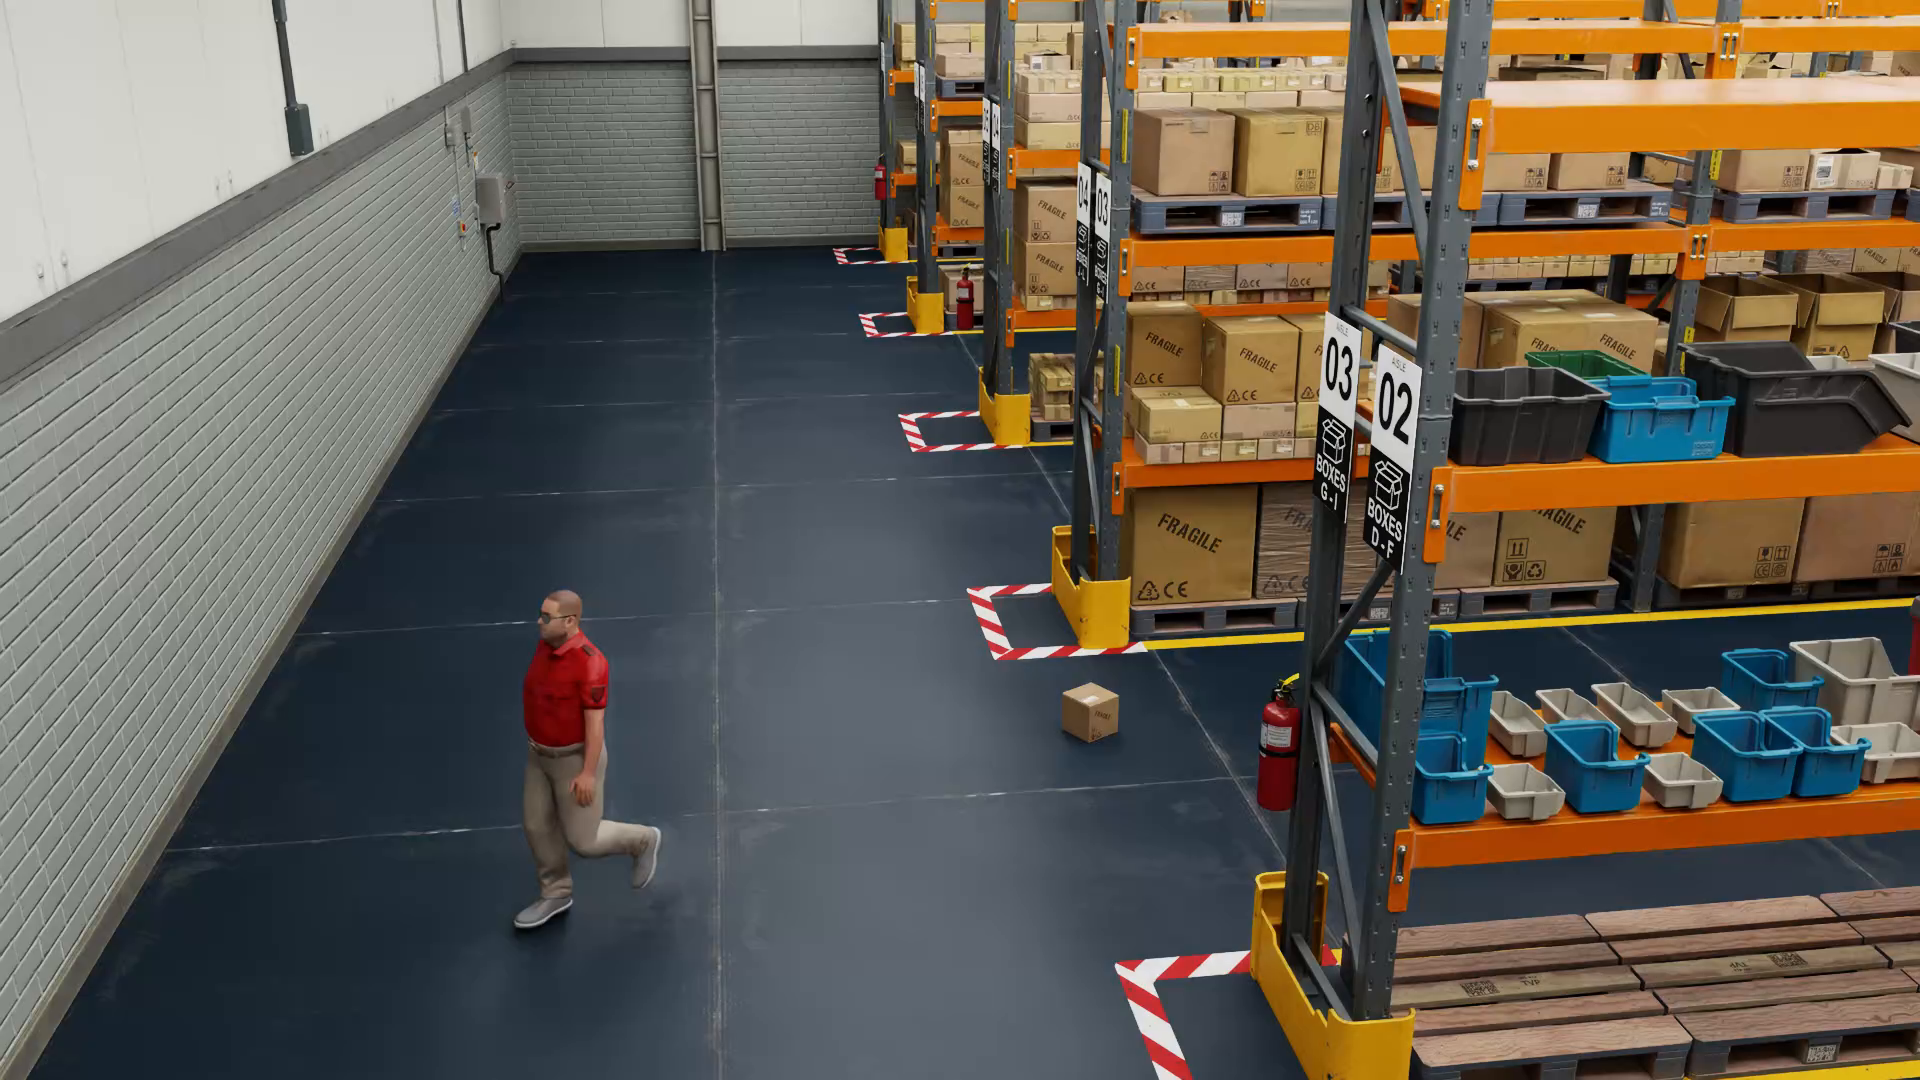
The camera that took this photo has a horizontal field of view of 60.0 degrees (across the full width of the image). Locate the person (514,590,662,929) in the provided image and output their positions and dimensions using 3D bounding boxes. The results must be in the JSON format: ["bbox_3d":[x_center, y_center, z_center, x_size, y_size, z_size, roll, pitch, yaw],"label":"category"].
[{"bbox_3d":[-1.892,1.051,8.142,0.529,1.701,0.735,16,25,38],"label":"person"}]
